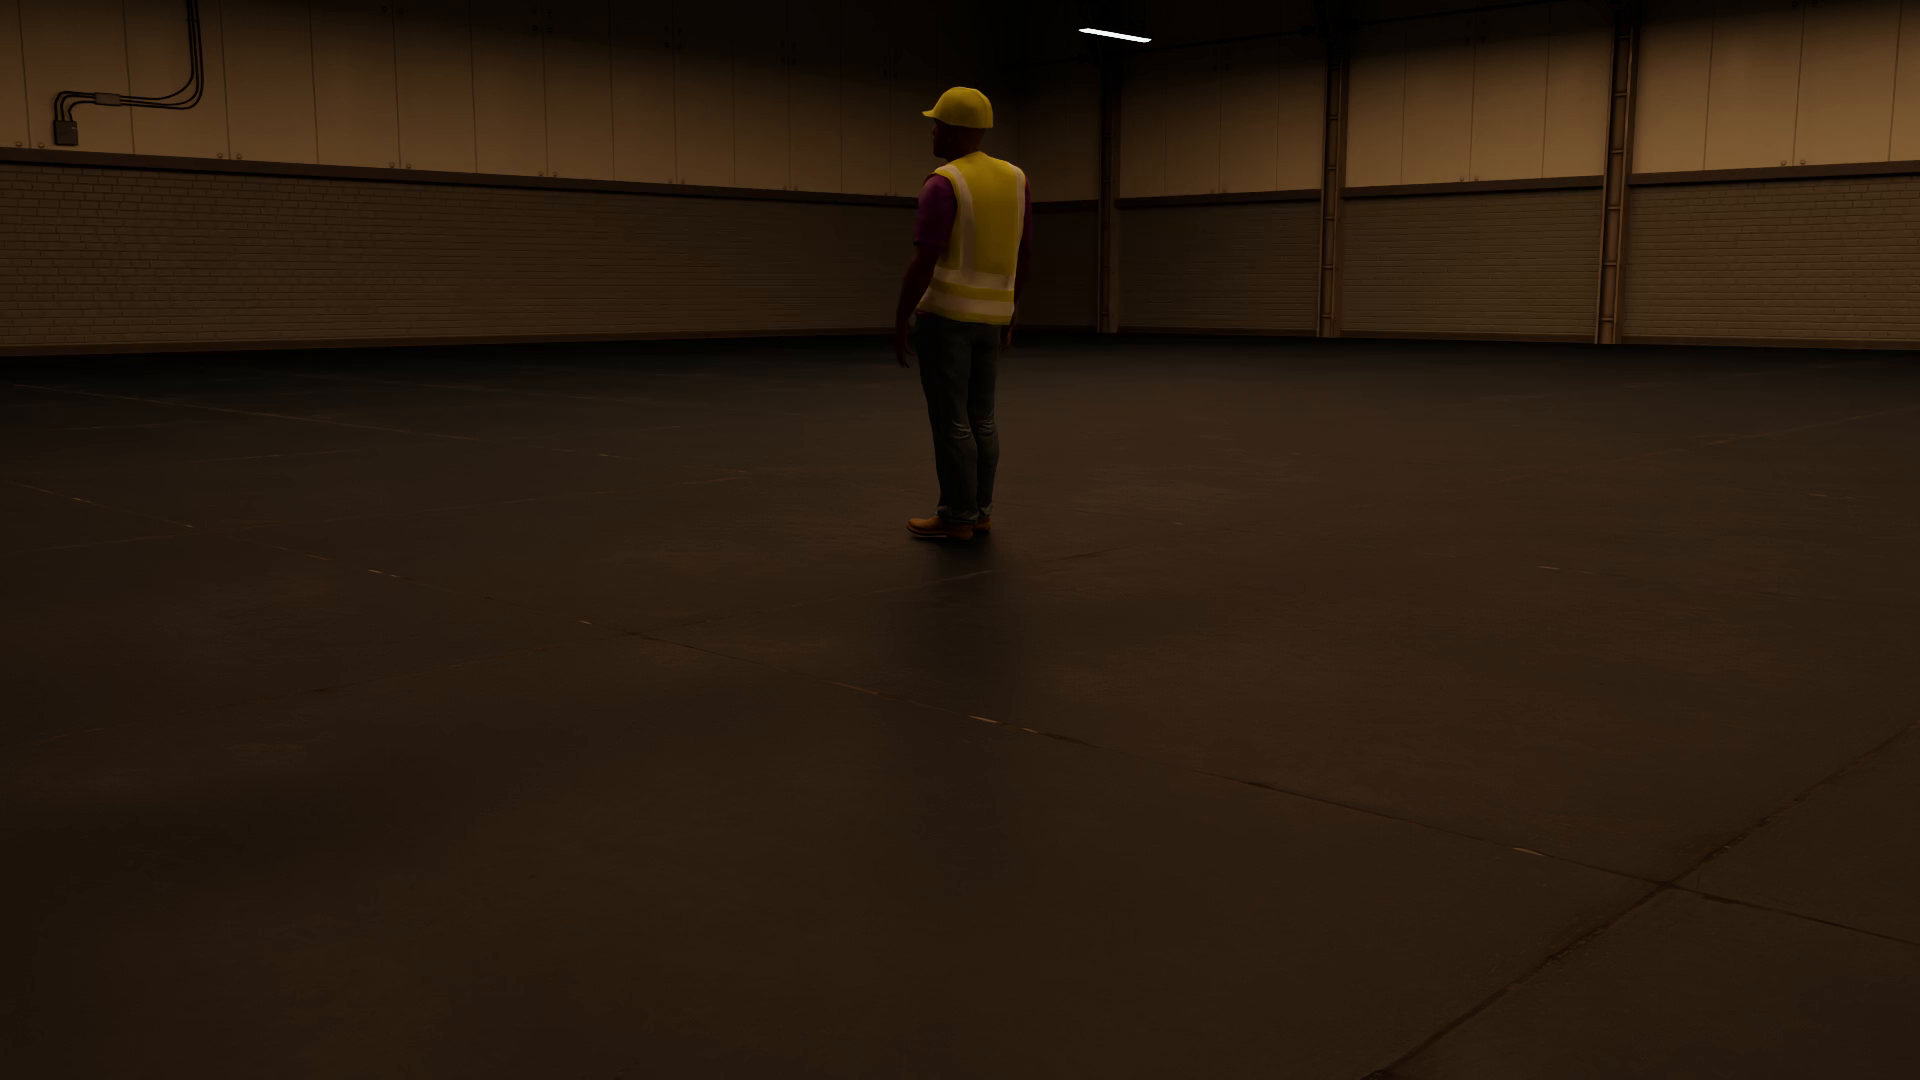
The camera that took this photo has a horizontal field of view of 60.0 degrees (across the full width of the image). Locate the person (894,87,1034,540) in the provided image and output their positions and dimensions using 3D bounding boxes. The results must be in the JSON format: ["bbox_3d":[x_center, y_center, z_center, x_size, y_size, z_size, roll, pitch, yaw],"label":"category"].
[{"bbox_3d":[-0.045,-0.888,6.637,0.577,1.765,0.665,8,12,43],"label":"person"}]
